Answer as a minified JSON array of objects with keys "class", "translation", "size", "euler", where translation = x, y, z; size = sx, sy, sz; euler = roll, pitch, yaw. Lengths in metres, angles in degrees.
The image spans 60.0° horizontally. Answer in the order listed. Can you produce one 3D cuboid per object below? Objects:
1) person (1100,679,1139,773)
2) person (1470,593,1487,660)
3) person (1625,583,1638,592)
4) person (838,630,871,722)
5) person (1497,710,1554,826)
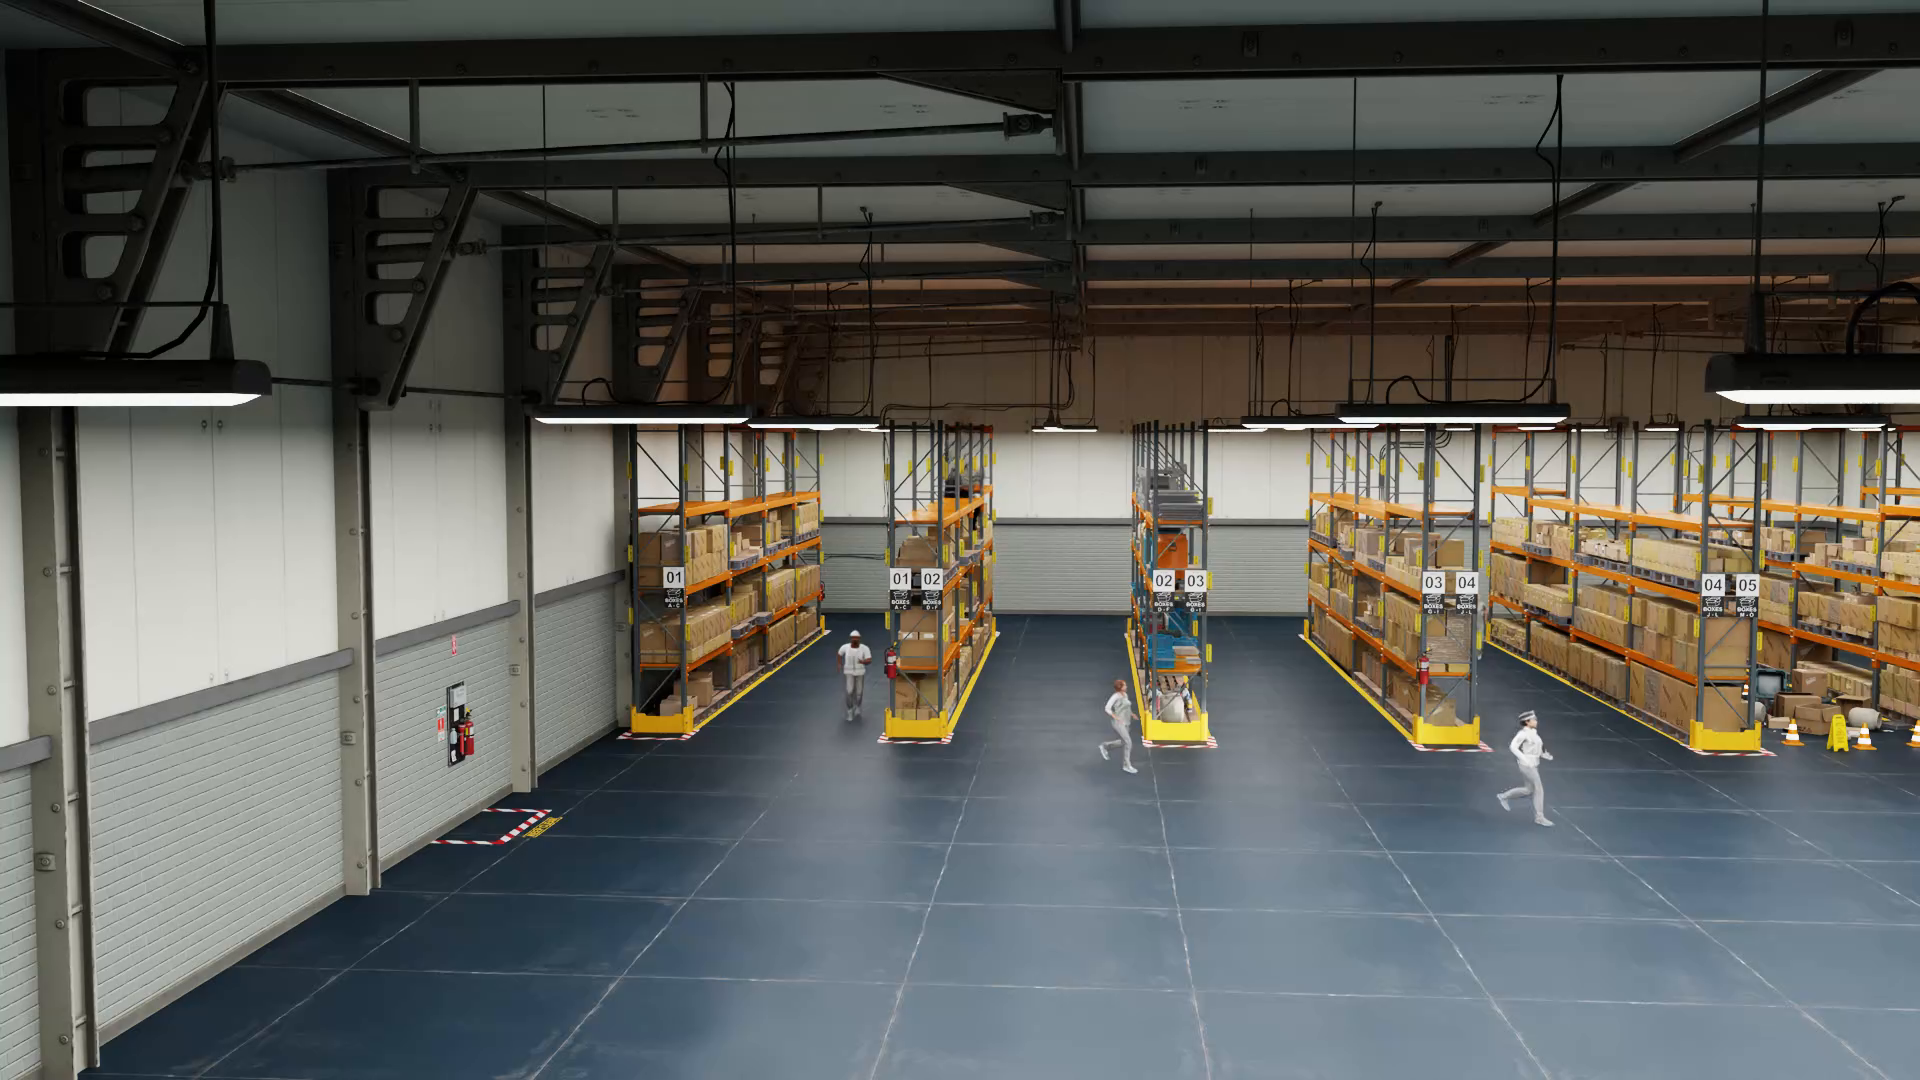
[{"class":"person","translation":[2.687,3.154,28.349],"size":[0.732,1.584,0.541],"euler":[2,4,31]},{"class":"person","translation":[13.224,2.203,42.567],"size":[0.574,1.739,0.772],"euler":[0,4,7]},{"class":"person","translation":[19.075,1.874,47.336],"size":[0.540,1.698,0.647],"euler":[0,4,4]},{"class":"person","translation":[-2.119,2.729,33.425],"size":[0.672,1.828,0.770],"euler":[0,4,-6]},{"class":"person","translation":[8.345,3.342,24.524],"size":[0.843,1.696,0.618],"euler":[2,4,32]}]
